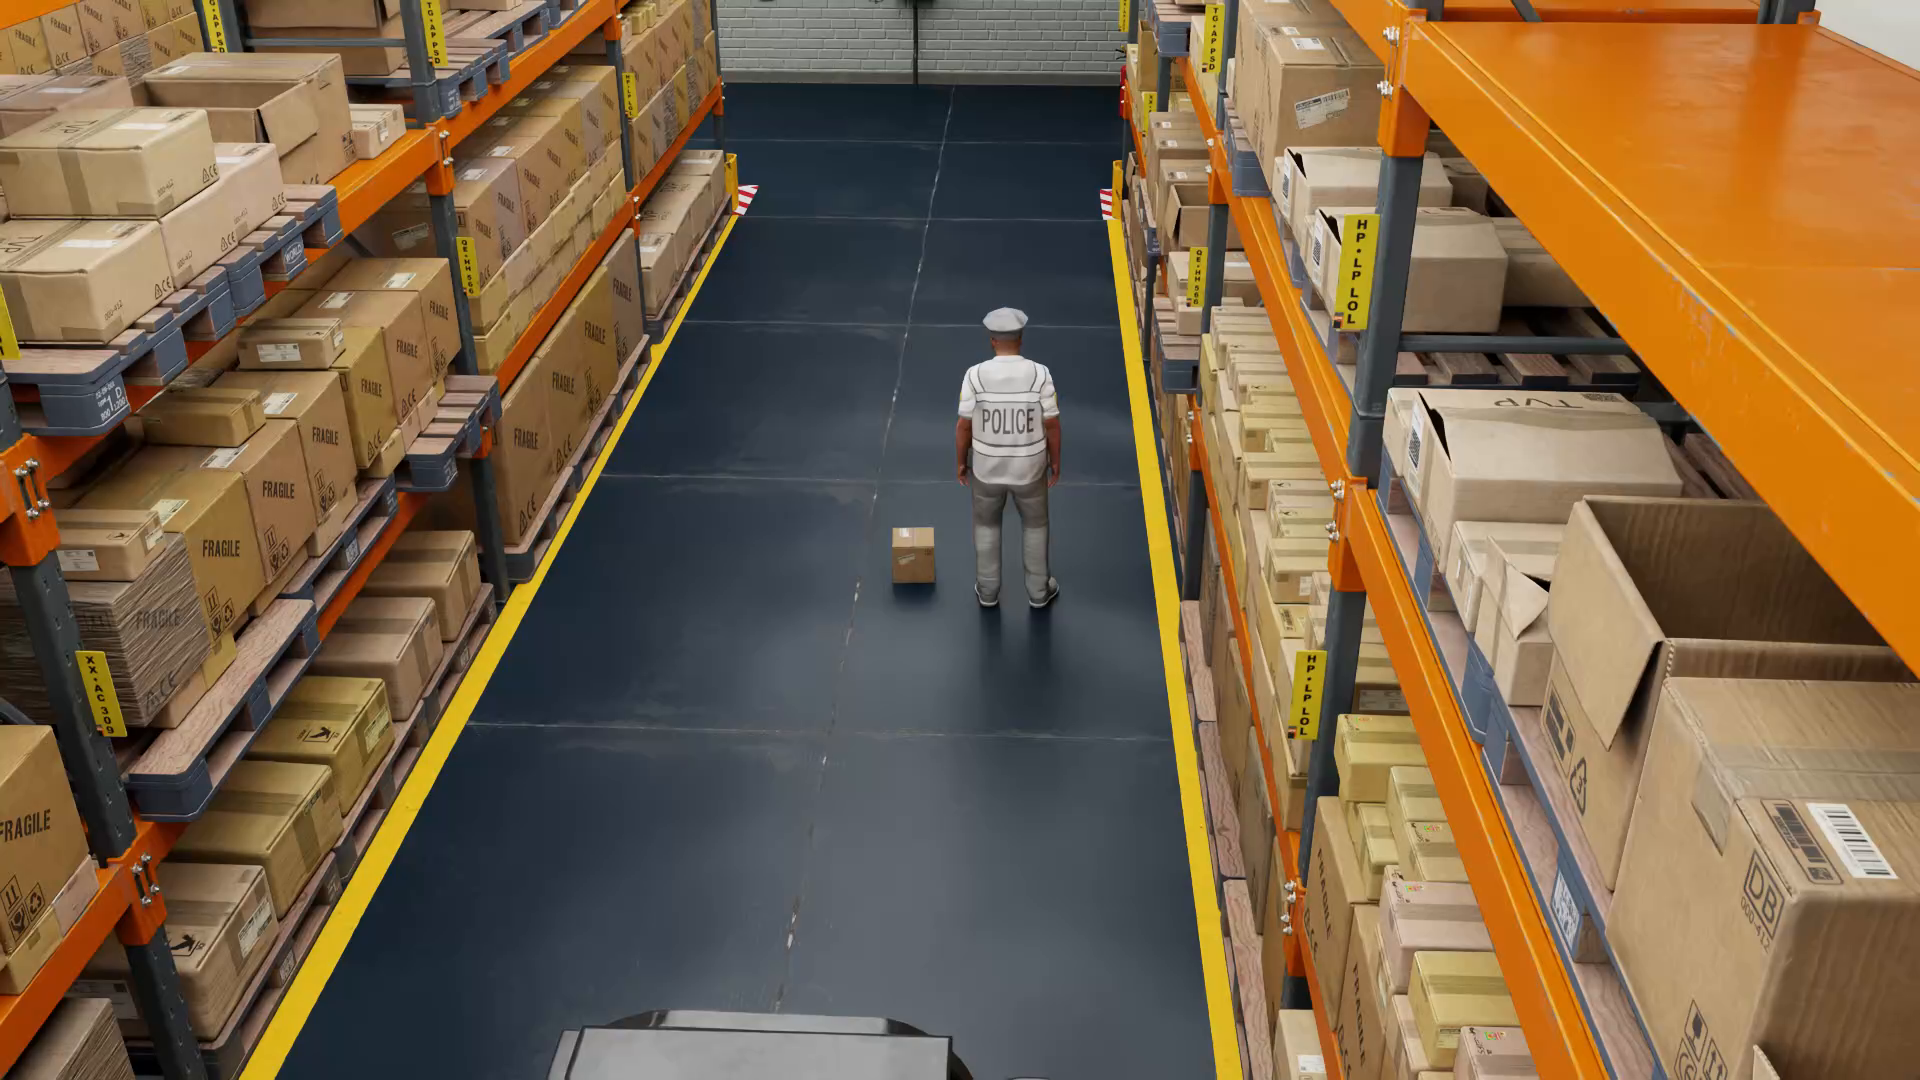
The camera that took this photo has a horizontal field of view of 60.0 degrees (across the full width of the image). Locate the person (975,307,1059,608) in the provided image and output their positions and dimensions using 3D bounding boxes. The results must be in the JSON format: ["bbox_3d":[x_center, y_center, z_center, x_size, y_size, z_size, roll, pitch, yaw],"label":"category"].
[{"bbox_3d":[0.336,-0.443,9.452,0.500,1.750,0.329,1,28,2],"label":"person"}]
